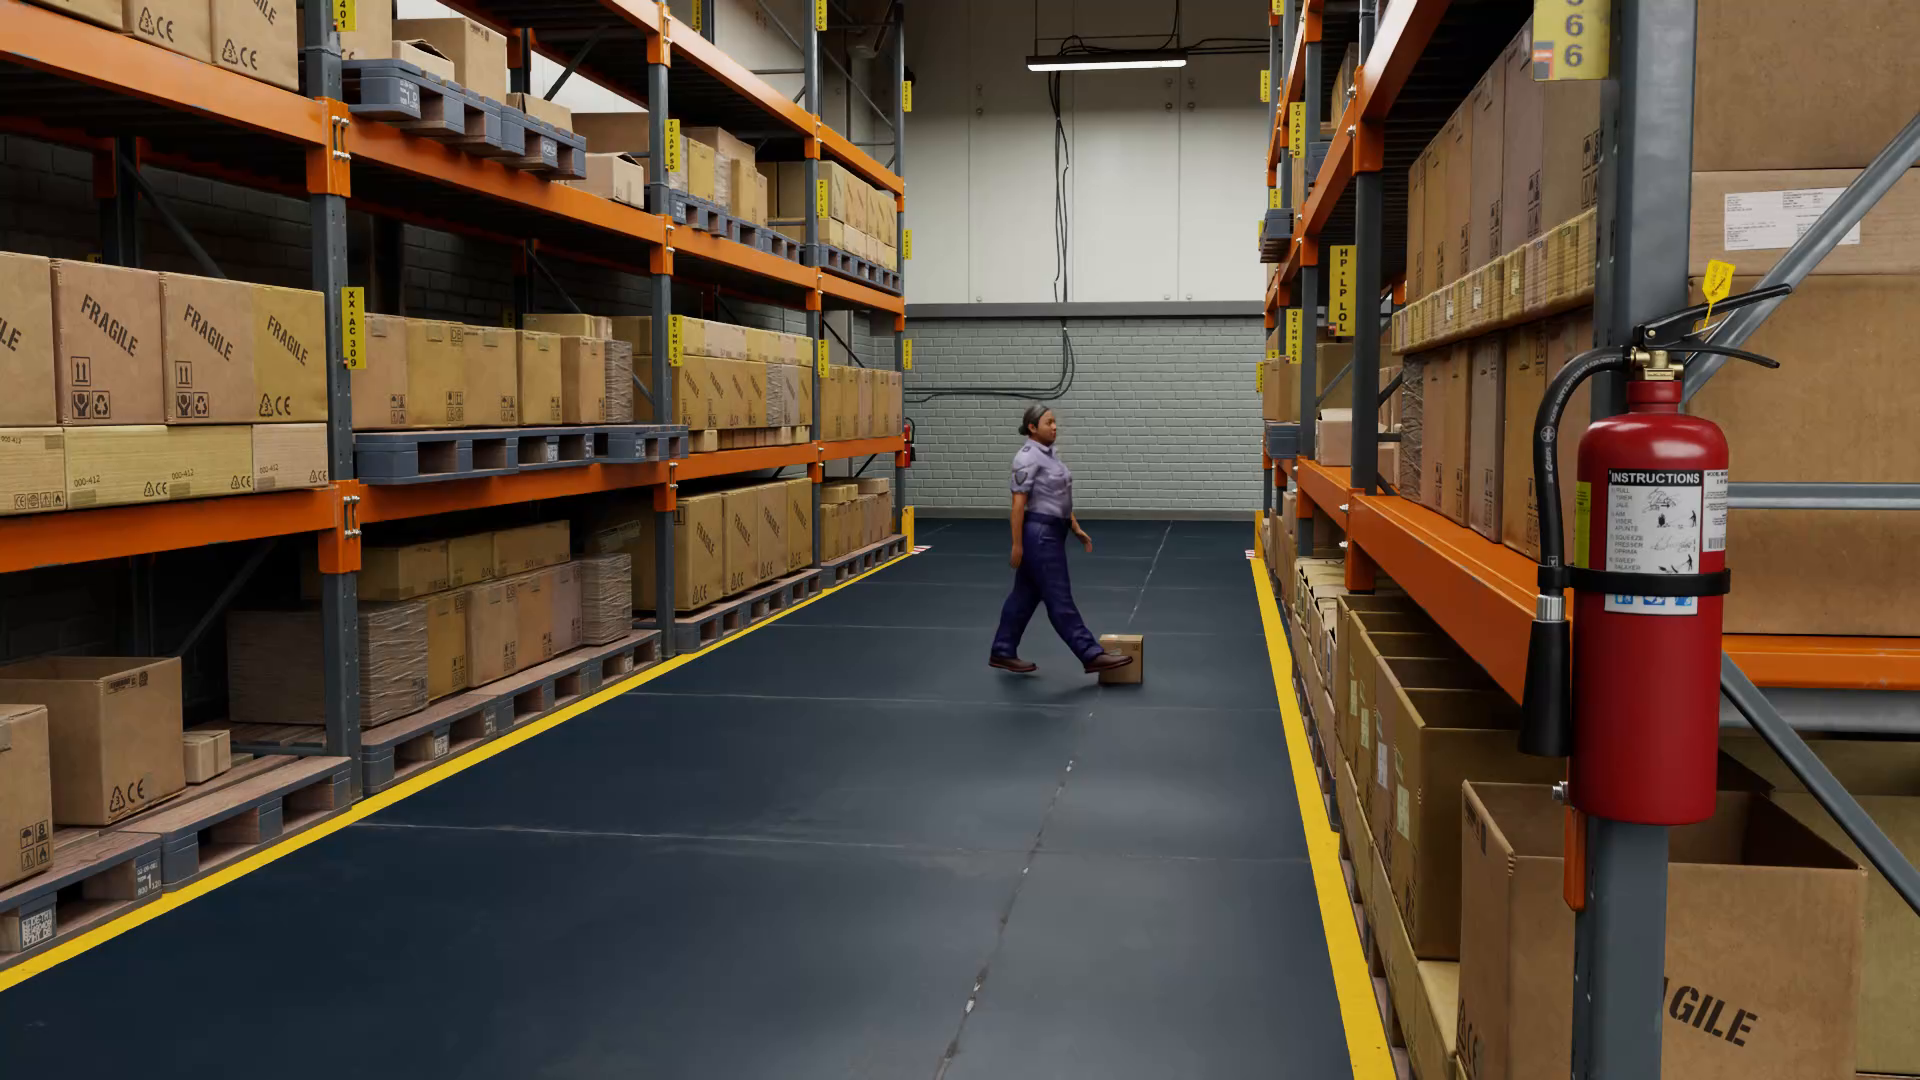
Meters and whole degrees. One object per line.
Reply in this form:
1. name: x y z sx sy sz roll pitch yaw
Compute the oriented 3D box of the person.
1. person: 0.607 -0.001 9.891 0.922 1.609 0.484 1 5 15
